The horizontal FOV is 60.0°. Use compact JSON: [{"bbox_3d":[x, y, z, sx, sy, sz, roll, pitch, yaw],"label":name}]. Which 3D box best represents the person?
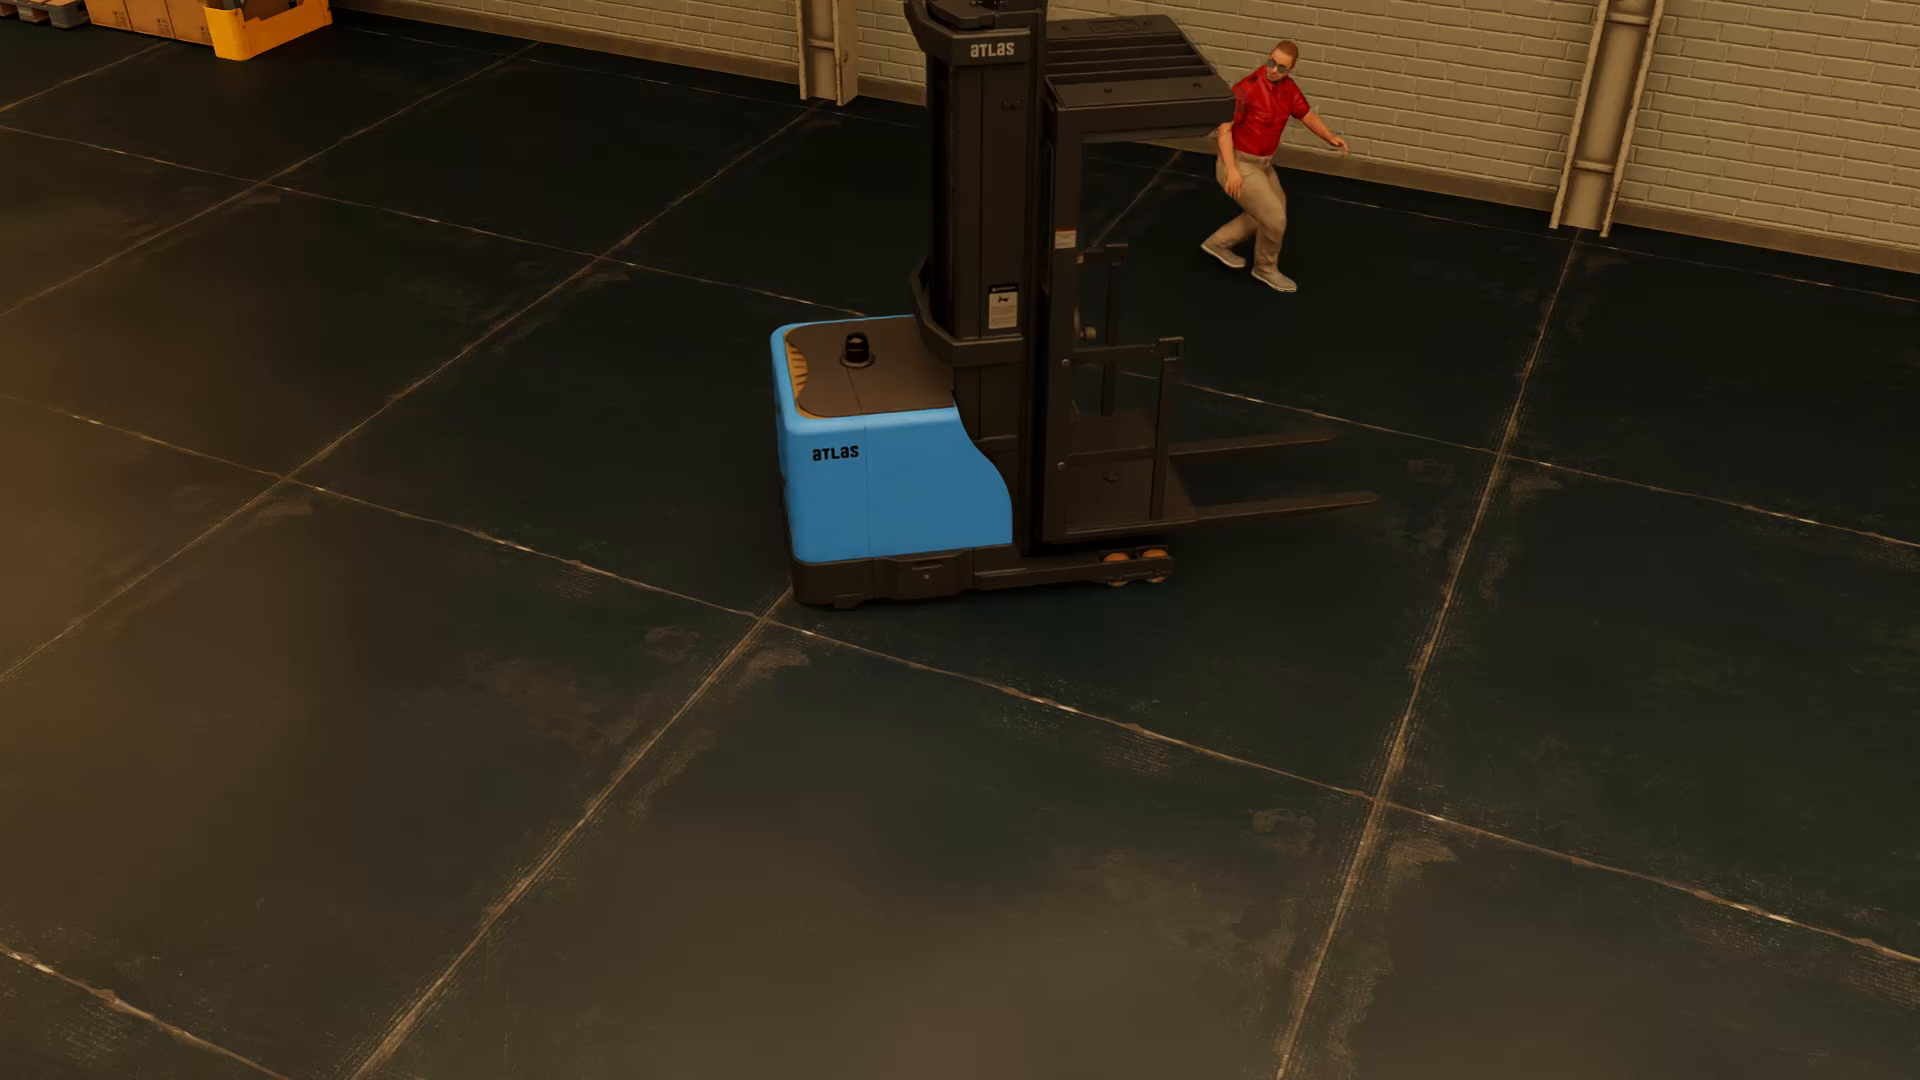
[{"bbox_3d":[1.958,-2.332,10.513,0.851,1.604,0.886,19,40,25],"label":"person"}]

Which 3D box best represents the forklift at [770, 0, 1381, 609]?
[{"bbox_3d":[0.611,-1.261,7.855,3.031,2.935,1.130,-6,36,-8],"label":"forklift"}]
